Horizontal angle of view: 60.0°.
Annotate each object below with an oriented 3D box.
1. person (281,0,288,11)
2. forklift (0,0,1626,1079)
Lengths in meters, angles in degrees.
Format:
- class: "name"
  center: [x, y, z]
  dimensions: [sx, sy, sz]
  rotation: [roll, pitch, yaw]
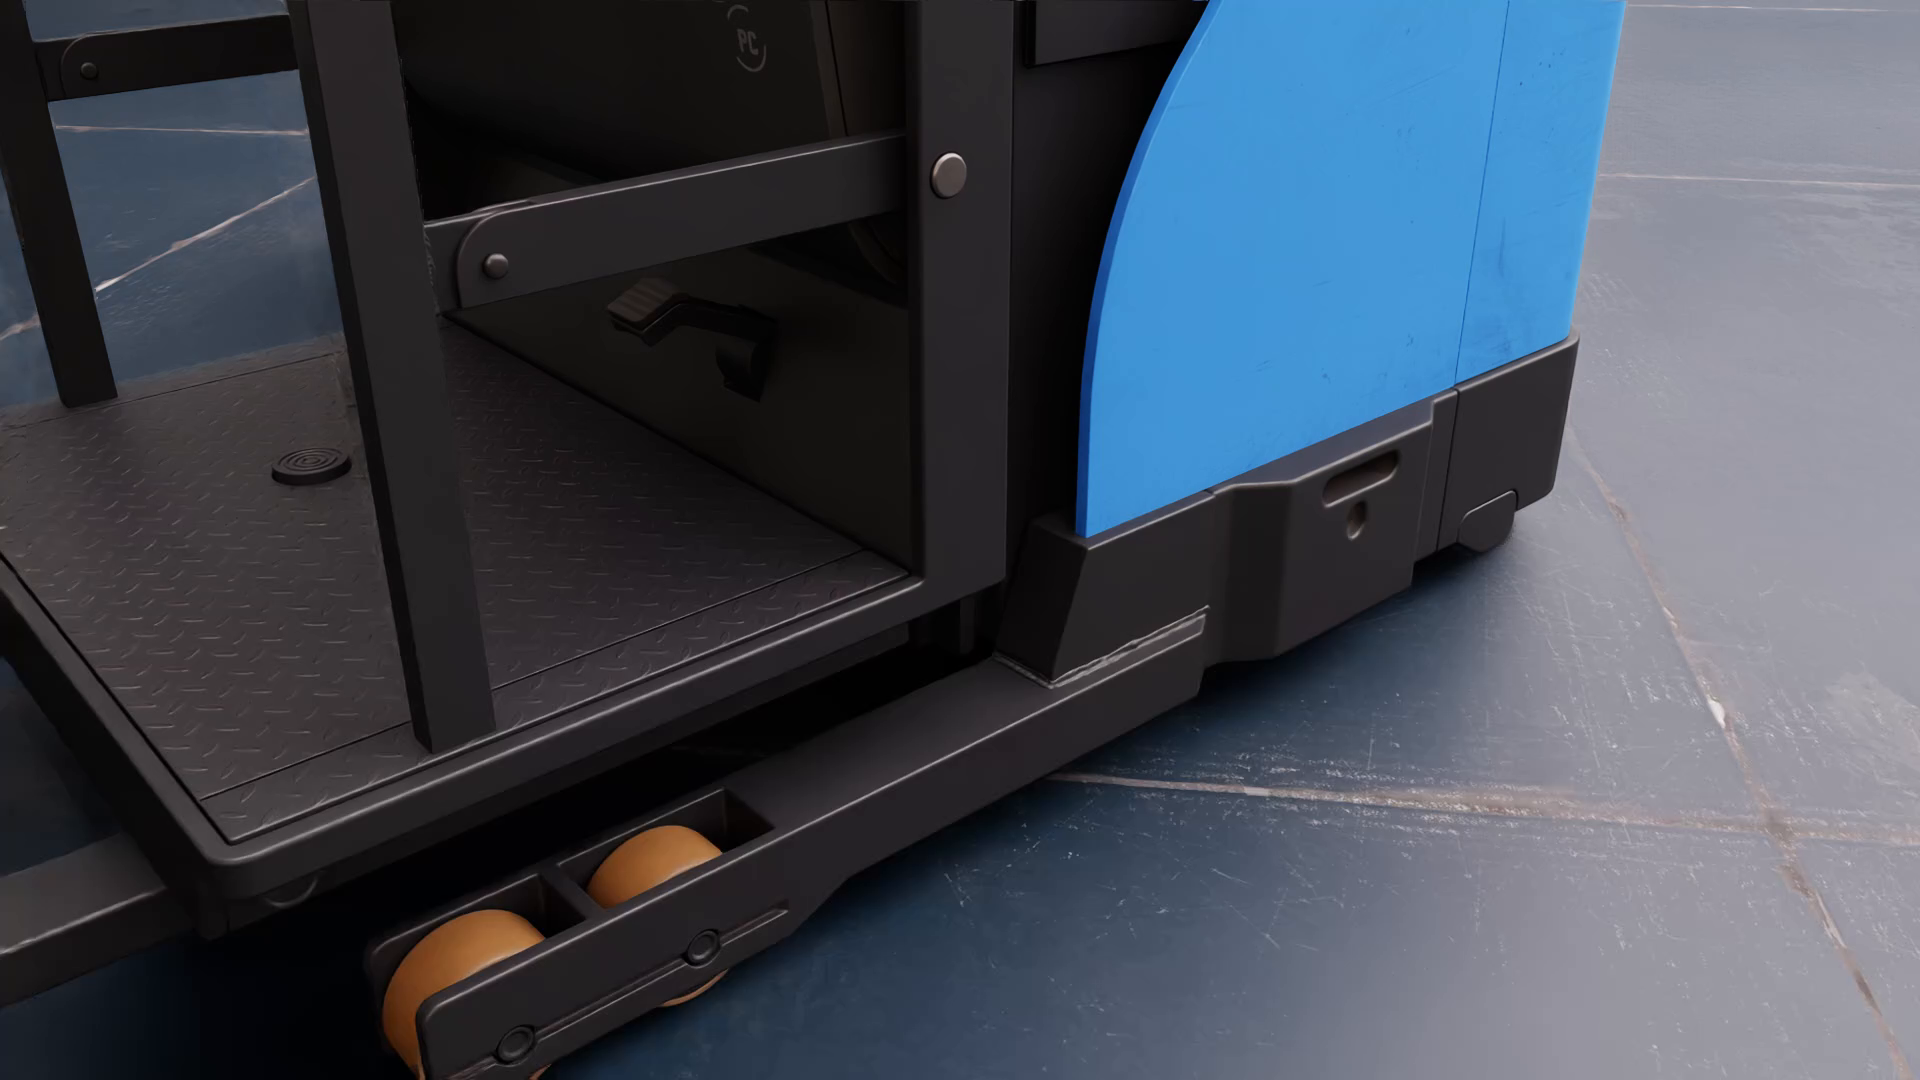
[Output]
- class: "person"
  center: [-0.976, -1.232, 3.402]
  dimensions: [0.827, 1.465, 1.040]
  rotation: [4, 27, 7]
- class: "forklift"
  center: [-0.542, -1.072, 1.366]
  dimensions: [3.031, 2.935, 1.130]
  rotation: [-21, 34, -36]
